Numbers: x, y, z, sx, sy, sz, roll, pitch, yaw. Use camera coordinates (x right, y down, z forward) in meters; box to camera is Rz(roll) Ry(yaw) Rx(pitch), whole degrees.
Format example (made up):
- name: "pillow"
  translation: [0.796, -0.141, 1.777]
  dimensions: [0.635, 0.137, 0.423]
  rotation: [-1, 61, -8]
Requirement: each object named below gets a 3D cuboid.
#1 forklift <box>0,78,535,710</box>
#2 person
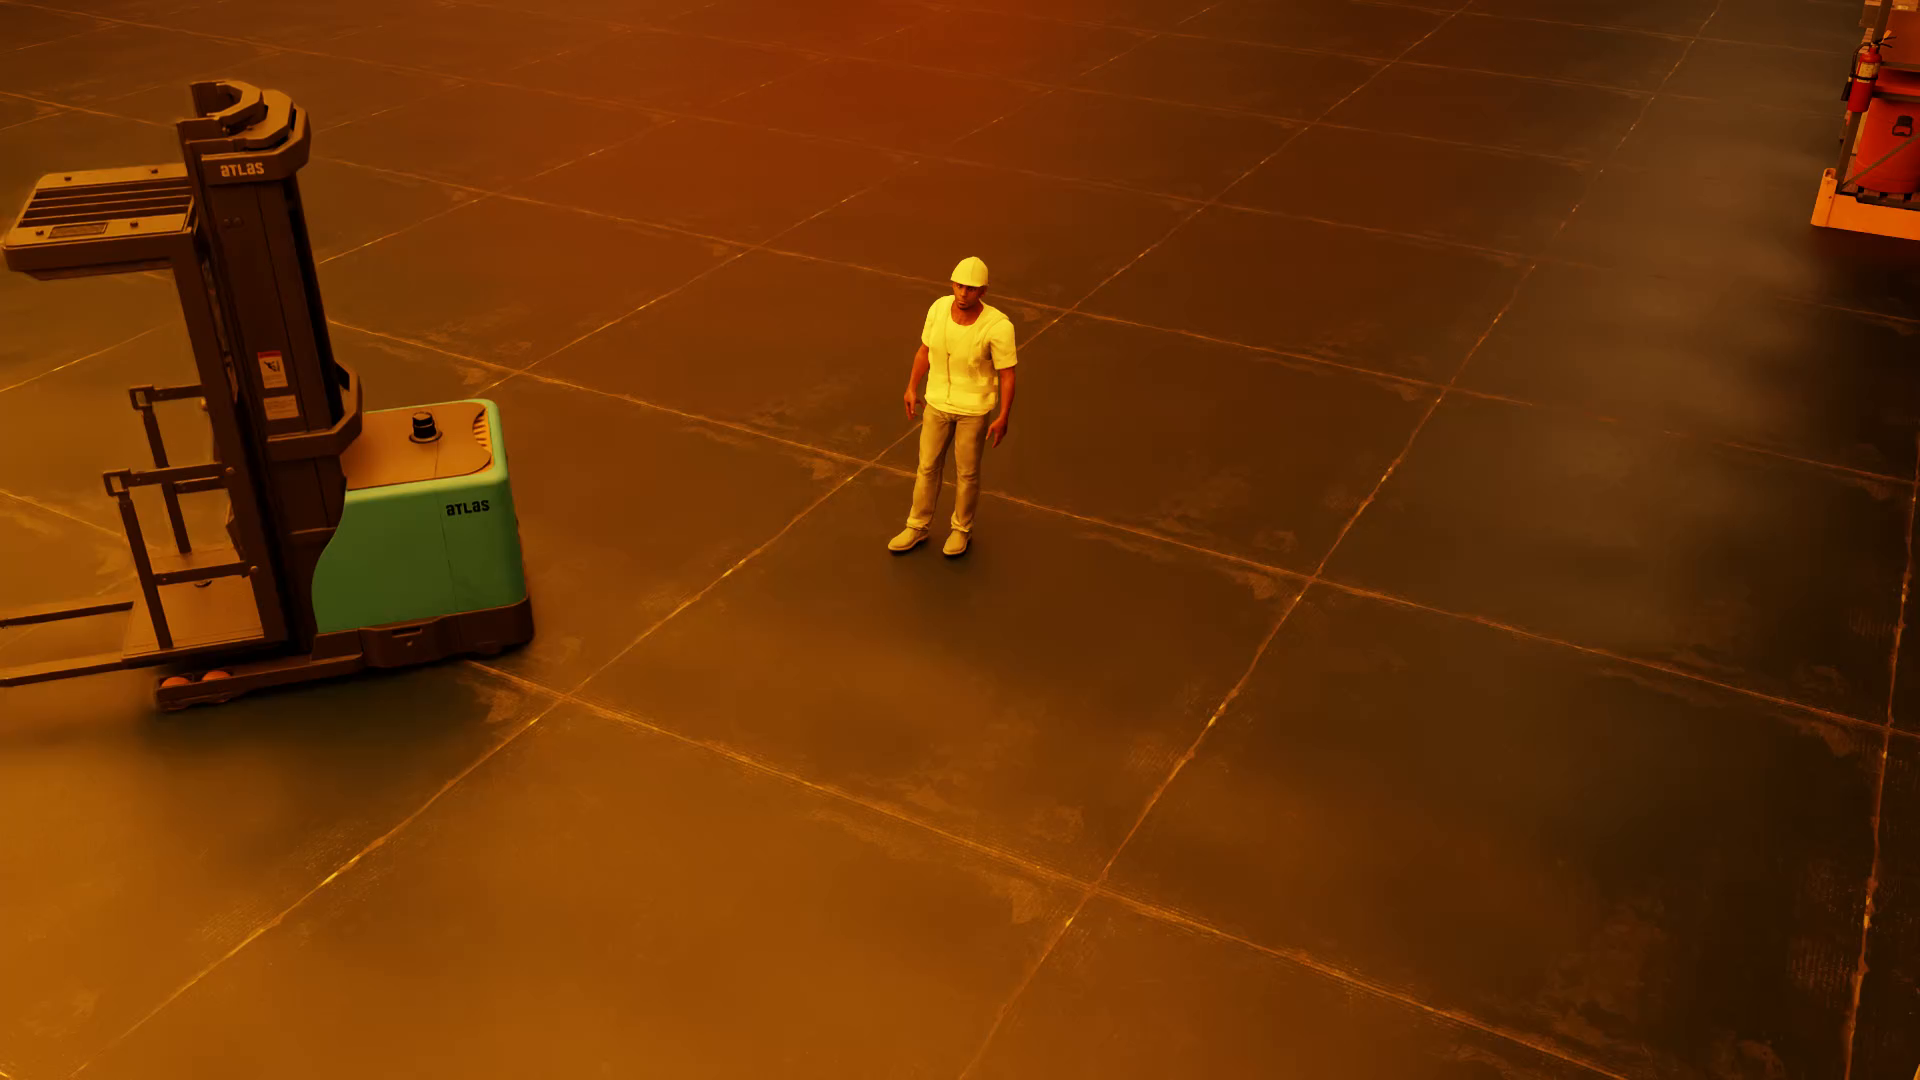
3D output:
- name: "forklift"
  translation: [-3.875, -0.696, 8.276]
  dimensions: [3.031, 2.935, 1.130]
  rotation: [-9, 31, -15]
- name: "person"
  translation: [-0.039, -0.742, 9.507]
  dimensions: [0.665, 1.768, 0.575]
  rotation: [15, 33, 25]
